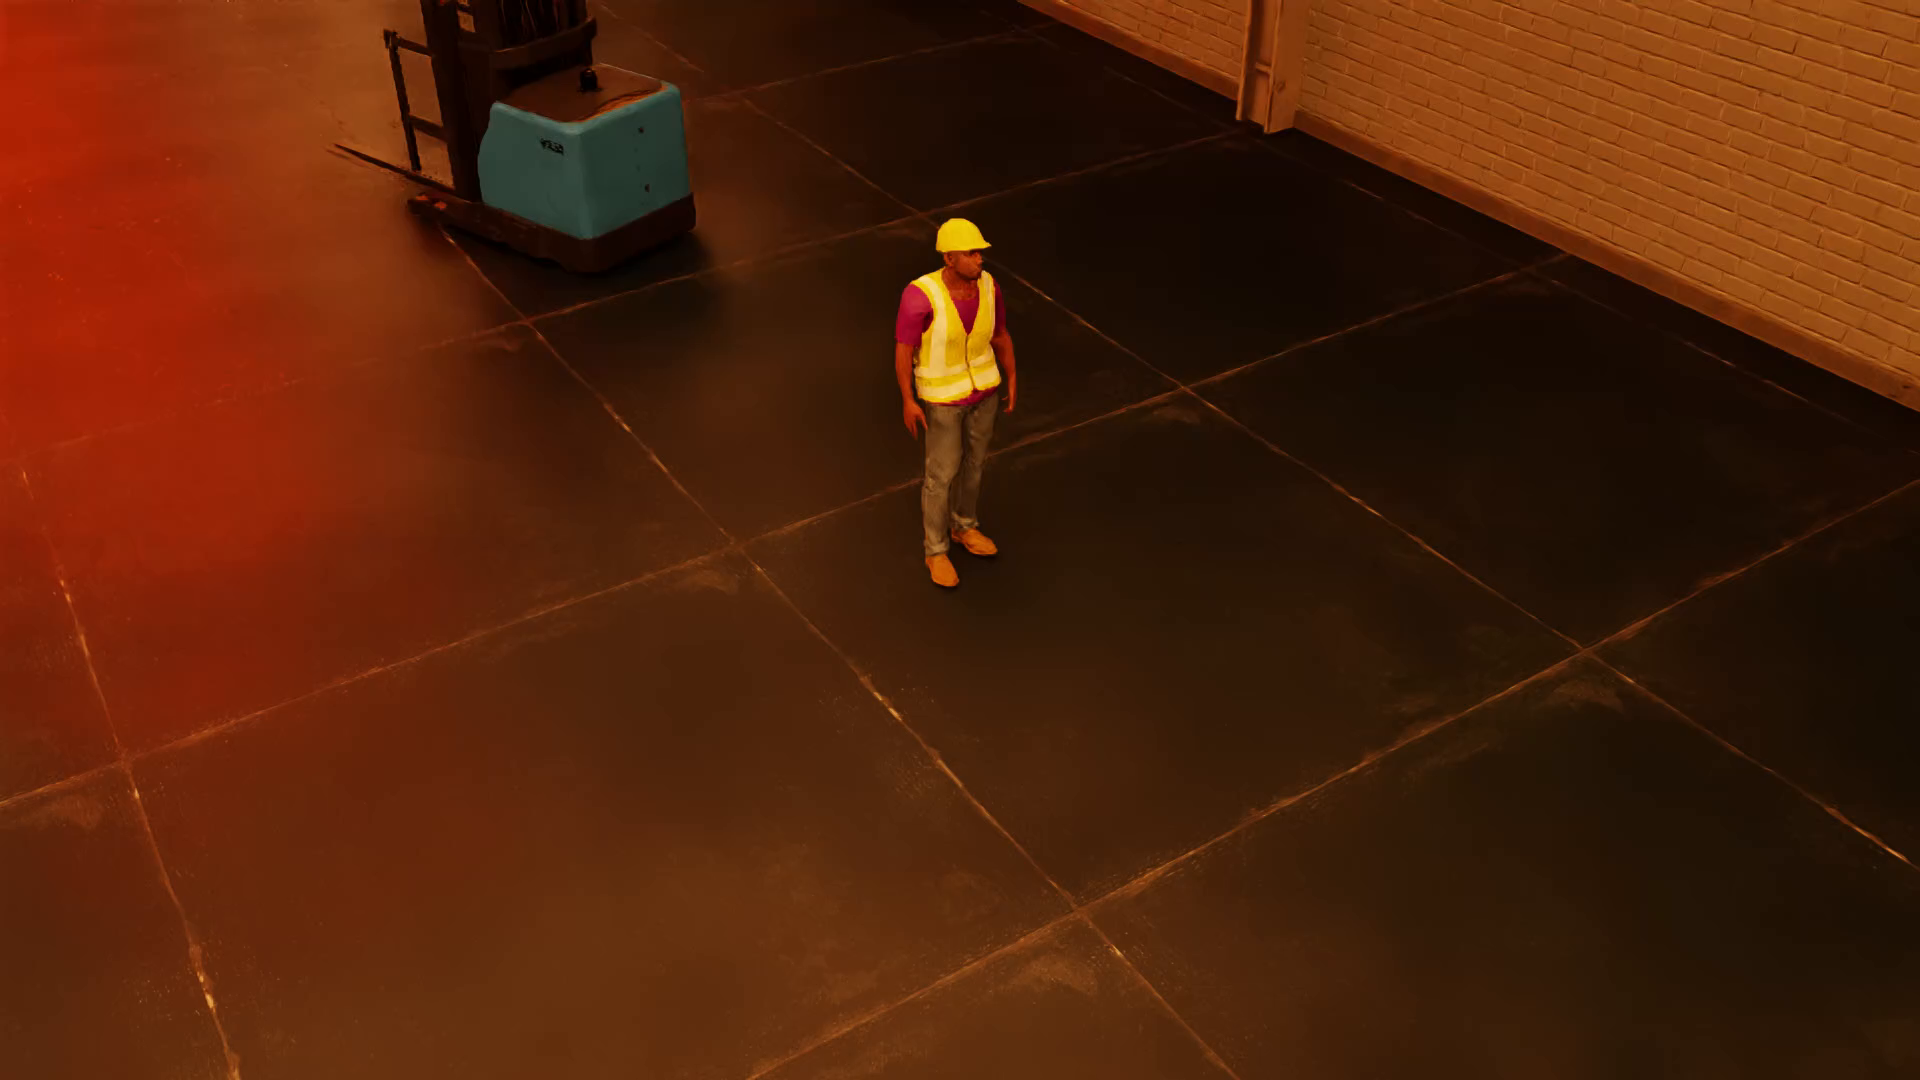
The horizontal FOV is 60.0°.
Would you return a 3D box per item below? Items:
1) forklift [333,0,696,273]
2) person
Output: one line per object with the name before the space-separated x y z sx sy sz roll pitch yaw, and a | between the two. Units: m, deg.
forklift | -3.347 -3.667 11.367 3.031 2.935 1.130 23 41 29
person | 0.033 -0.693 8.135 0.665 1.766 0.576 -21 40 -27
